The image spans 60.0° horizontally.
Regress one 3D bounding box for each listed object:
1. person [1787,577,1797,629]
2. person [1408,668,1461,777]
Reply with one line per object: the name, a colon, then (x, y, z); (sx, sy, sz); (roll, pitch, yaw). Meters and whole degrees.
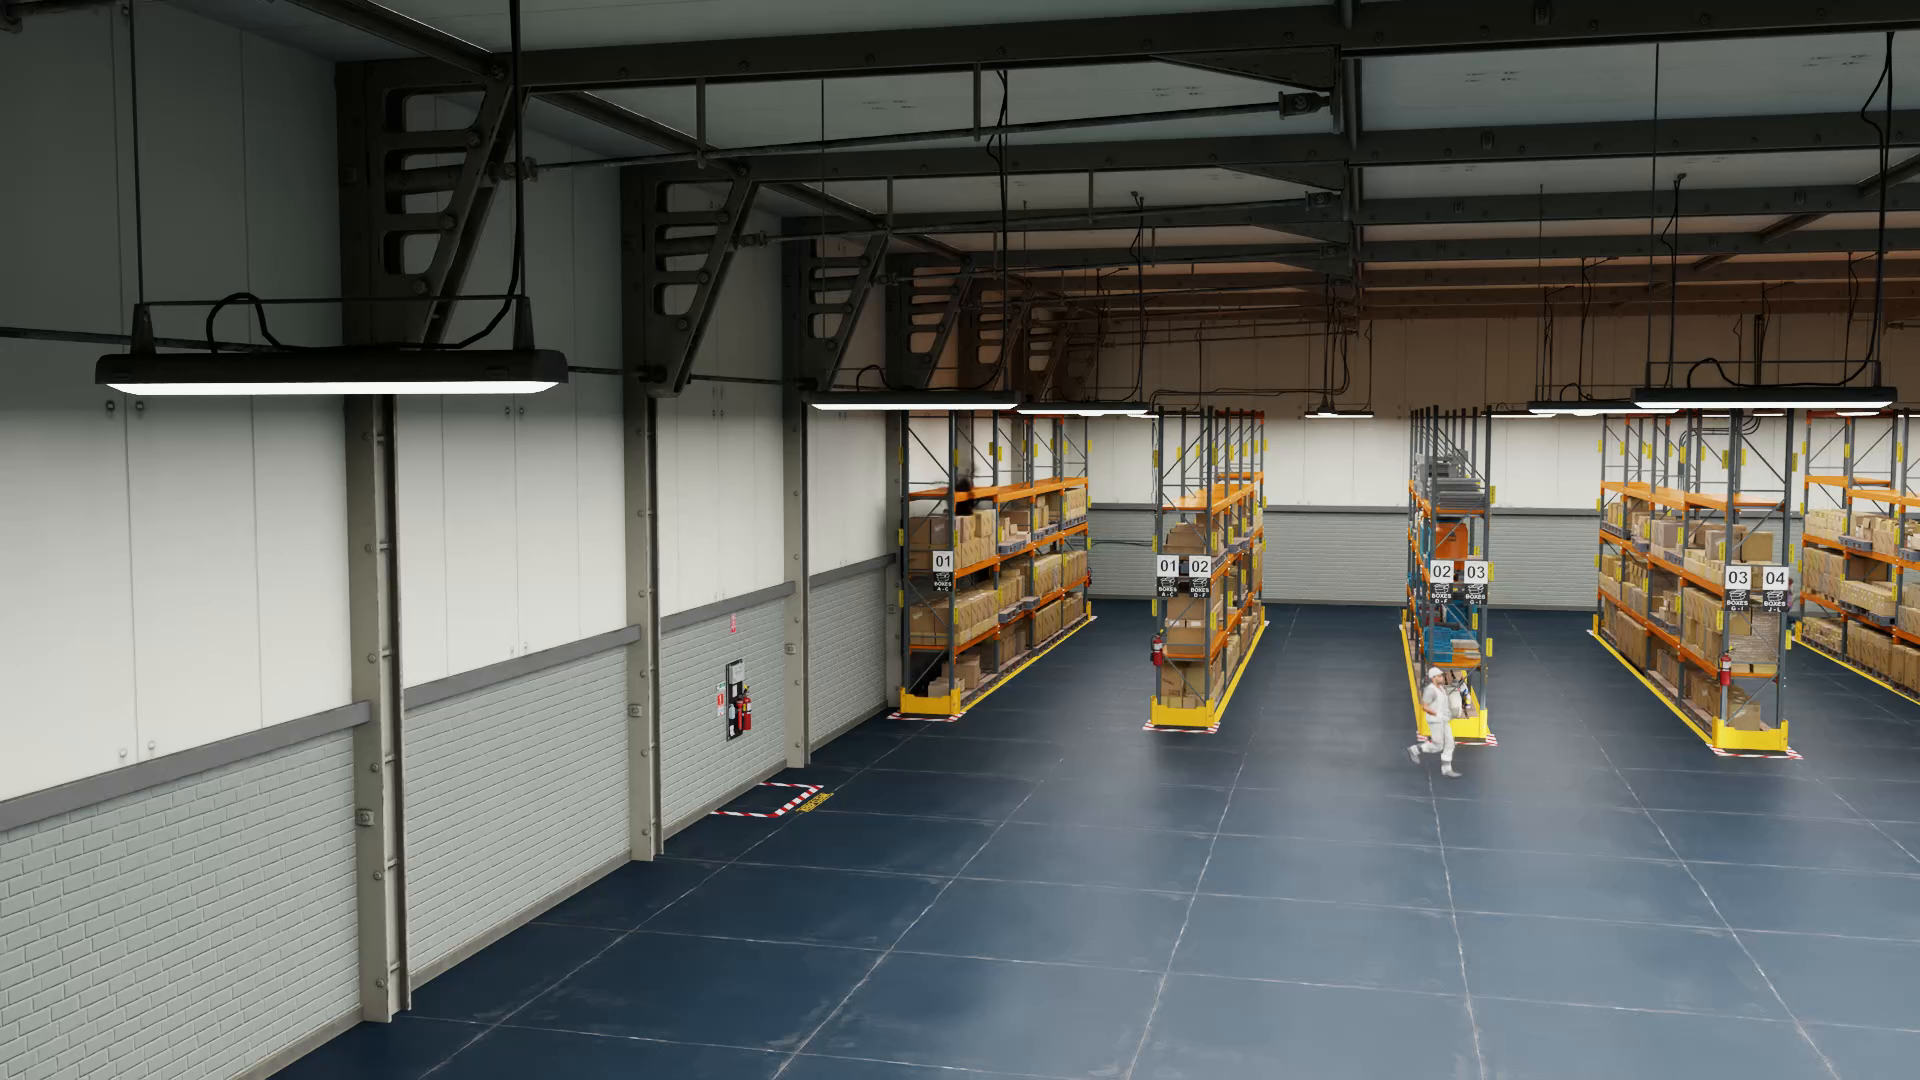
person: (22.141, 1.758, 44.513); (0.752, 1.540, 0.596); (0, 4, 3)
person: (7.692, 2.932, 26.840); (0.866, 1.755, 0.669); (3, 5, 38)
